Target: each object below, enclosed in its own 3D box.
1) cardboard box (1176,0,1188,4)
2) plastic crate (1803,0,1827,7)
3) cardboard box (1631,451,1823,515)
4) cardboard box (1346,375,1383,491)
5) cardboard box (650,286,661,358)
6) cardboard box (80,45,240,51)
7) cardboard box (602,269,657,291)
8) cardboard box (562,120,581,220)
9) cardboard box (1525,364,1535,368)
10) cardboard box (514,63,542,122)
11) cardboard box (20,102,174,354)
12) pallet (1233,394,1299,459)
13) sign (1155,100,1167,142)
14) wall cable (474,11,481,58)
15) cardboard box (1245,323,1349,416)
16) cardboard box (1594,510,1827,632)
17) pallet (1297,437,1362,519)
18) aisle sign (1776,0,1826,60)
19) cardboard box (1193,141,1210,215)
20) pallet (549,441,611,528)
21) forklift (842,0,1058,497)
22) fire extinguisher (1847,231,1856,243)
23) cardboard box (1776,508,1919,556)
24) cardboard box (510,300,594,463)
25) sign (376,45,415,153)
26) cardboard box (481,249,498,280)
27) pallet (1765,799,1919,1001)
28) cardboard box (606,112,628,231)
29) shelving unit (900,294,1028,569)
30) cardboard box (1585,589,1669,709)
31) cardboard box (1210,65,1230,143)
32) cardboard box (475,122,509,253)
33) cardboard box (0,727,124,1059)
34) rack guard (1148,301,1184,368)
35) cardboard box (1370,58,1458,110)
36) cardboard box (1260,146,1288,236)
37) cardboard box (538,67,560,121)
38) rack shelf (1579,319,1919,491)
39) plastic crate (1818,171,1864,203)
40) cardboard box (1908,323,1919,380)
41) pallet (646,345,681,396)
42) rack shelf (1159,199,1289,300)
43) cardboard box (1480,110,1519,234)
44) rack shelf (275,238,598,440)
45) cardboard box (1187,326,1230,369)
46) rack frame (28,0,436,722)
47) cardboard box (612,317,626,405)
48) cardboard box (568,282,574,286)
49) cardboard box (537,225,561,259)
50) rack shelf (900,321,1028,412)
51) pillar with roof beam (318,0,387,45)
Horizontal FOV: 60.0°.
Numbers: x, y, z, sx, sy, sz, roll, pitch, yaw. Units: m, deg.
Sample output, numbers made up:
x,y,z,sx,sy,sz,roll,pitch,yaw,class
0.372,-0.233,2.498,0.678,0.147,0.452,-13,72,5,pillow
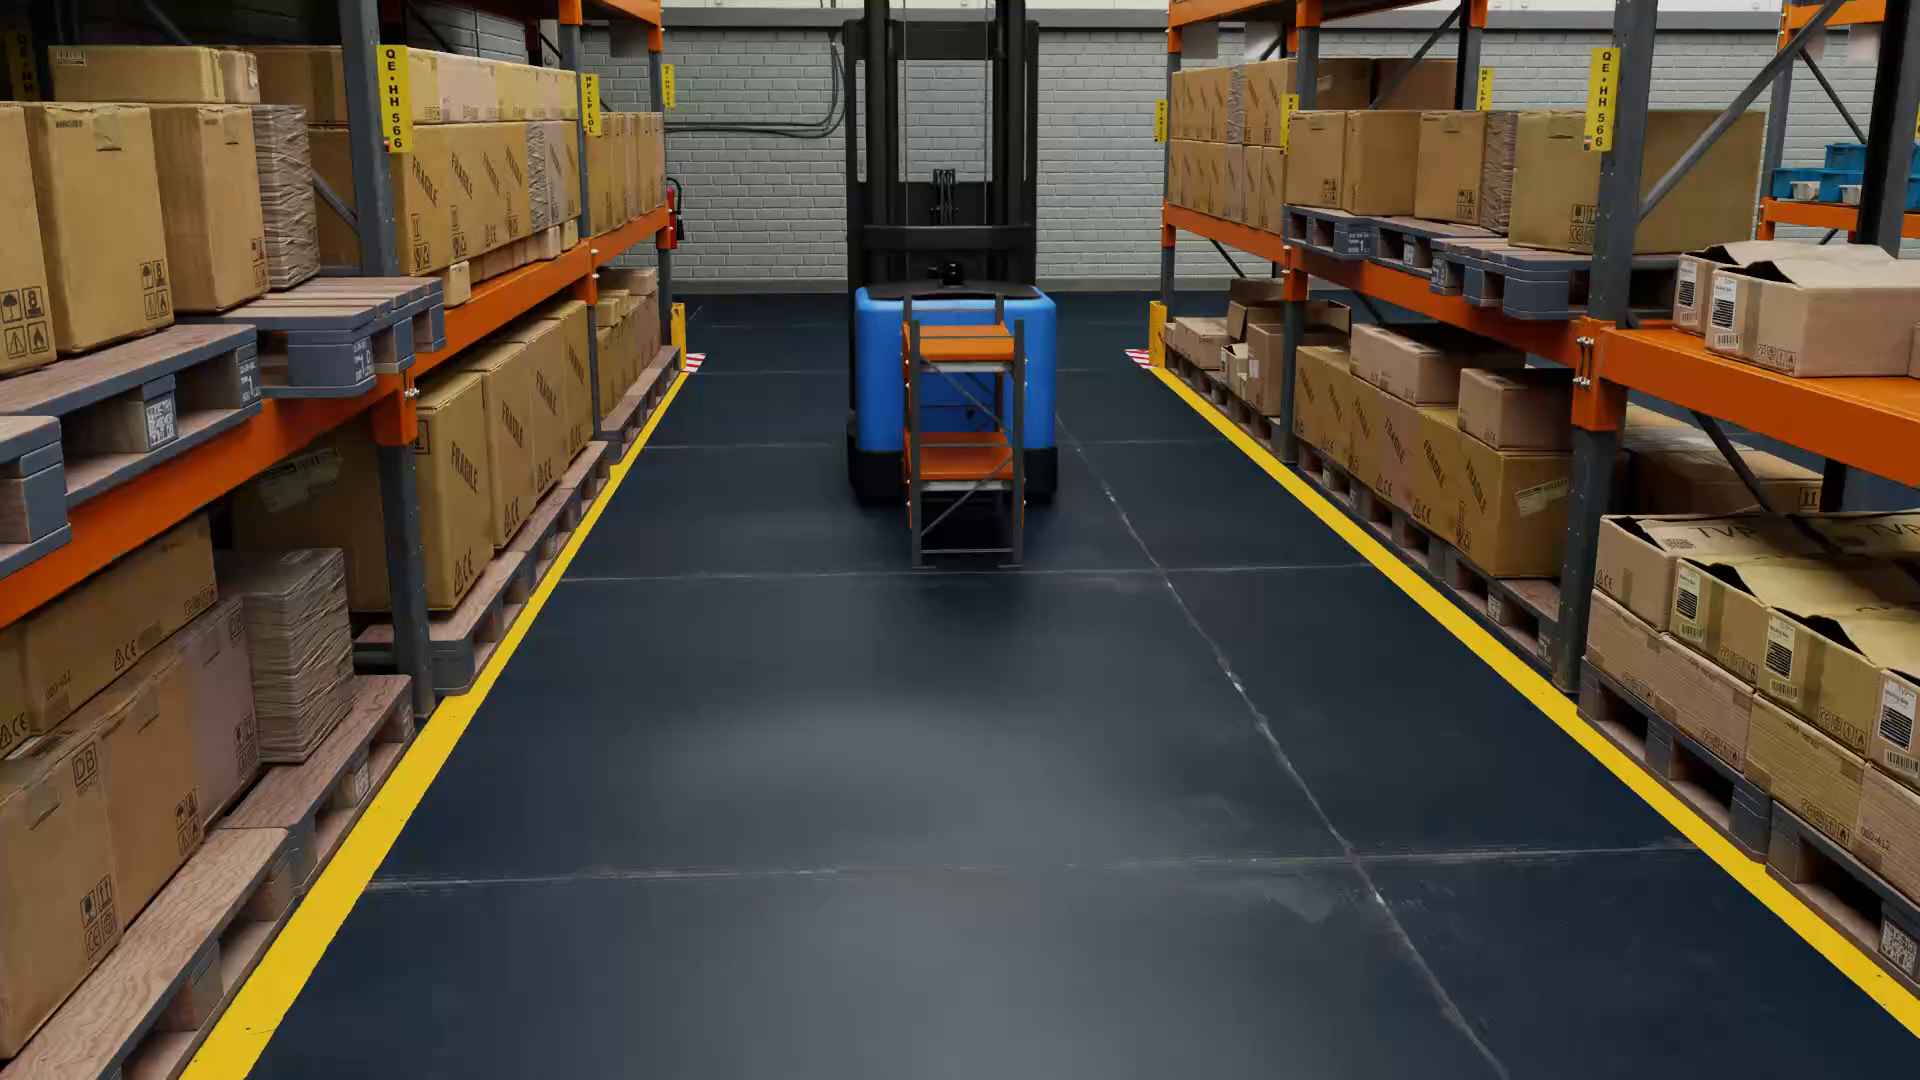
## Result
x,y,z,sx,sy,sz,roll,pitch,yaw,class
1.917,-4.161,12.460,0.500,0.250,0.500,-1,14,-3,cardboard box
6.829,-4.277,12.874,0.497,0.269,0.590,-1,14,-3,plastic crate
2.892,-0.043,6.307,0.500,0.500,0.500,0,14,-1,cardboard box
2.241,-0.539,8.236,0.500,0.500,0.500,-1,14,-3,cardboard box
-2.661,-1.655,12.614,0.700,0.500,0.500,-1,14,-3,cardboard box
-2.596,-1.520,5.570,0.500,0.250,0.500,0,14,-2,cardboard box
-2.472,-1.940,12.420,0.380,0.149,0.250,-1,14,-4,cardboard box
-2.277,-1.932,8.676,0.500,0.500,0.500,-1,14,-4,cardboard box
2.726,-0.679,8.779,0.500,0.500,0.500,-1,14,-3,cardboard box
-2.219,-2.039,7.590,0.500,0.250,0.500,-1,14,-2,cardboard box
-2.171,-0.681,3.569,0.700,0.500,0.500,-1,14,-3,cardboard box
2.346,-0.738,10.471,1.003,0.211,1.213,-1,14,-3,pallet
1.598,-3.323,13.186,0.100,0.325,0.005,-1,14,-3,sign
-3.828,-3.631,14.080,0.084,1.984,1.851,-1,14,-3,wall cable
2.069,-1.058,10.250,0.500,0.500,0.500,-1,14,-3,cardboard box
2.374,0.069,5.290,0.500,0.311,0.500,0,14,-2,cardboard box
2.475,-0.365,9.024,1.003,0.211,1.213,-1,14,-3,pallet
6.782,-4.260,13.348,0.394,0.787,0.004,-1,14,-3,aisle sign
1.969,-2.593,11.886,0.500,0.500,0.500,-1,14,-4,cardboard box
-2.434,-0.299,8.765,1.003,0.211,1.213,-1,14,-3,pallet
-0.125,-1.956,9.745,1.130,2.935,3.031,-1,14,-4,forklift
7.528,-2.815,13.849,0.296,0.674,0.183,-1,14,-3,fire extinguisher
2.913,0.060,5.323,0.500,0.311,0.500,-1,14,-2,cardboard box
-2.387,-0.843,8.754,0.750,0.750,0.750,-1,14,-3,cardboard box
-1.768,-1.379,5.200,0.100,0.325,0.005,-1,14,-3,sign
-2.204,-1.200,7.136,0.380,0.149,0.250,-1,14,-3,cardboard box
2.720,0.936,3.967,1.003,0.211,1.213,-1,14,-3,pallet
-2.614,-2.302,10.353,0.980,0.700,0.700,-1,14,-5,cardboard box
0.000,-0.546,7.893,0.538,1.125,1.048,-1,14,-3,shelving unit
2.374,0.340,5.360,0.500,0.250,0.500,-1,14,-4,cardboard box
2.002,-2.950,11.265,0.500,0.500,0.500,-1,14,-4,cardboard box
-2.137,-1.426,6.712,0.500,0.500,0.500,-1,14,-4,cardboard box
-2.197,0.709,3.386,0.700,0.500,0.500,-1,14,-3,cardboard box
2.144,-1.683,13.564,1.175,0.500,0.348,-1,14,-3,rack guard
2.639,-2.572,9.795,0.500,0.500,0.500,-1,14,-2,cardboard box
2.100,-2.087,9.915,0.500,0.500,0.500,-1,14,-3,cardboard box
-2.251,-2.166,8.083,0.500,0.250,0.500,-1,14,-2,cardboard box
2.759,-0.077,3.750,1.077,0.370,4.000,-1,14,-3,rack shelf
6.811,-2.706,12.739,0.416,0.233,0.300,-1,14,-3,plastic crate
2.770,-0.485,4.396,0.380,0.149,0.250,0,14,1,cardboard box
-2.677,-1.287,12.605,1.003,0.211,1.213,-1,14,-3,pallet
2.263,-2.067,11.483,1.077,0.370,4.000,-1,14,-3,rack shelf
2.617,-1.560,7.026,0.700,0.500,0.500,2,15,7,cardboard box
-2.433,-0.995,7.316,1.077,0.370,4.000,-1,14,-3,rack shelf
1.952,-1.406,12.105,0.500,0.250,0.500,-1,14,-3,cardboard box
-2.309,-0.846,5.293,1.000,3.000,0.127,-1,14,-3,rack frame
-2.529,-1.146,10.633,0.700,0.500,0.500,-1,14,-4,cardboard box
-2.788,-1.682,11.417,0.380,0.149,0.250,-1,14,-3,cardboard box
-2.168,-1.456,8.131,0.380,0.149,0.250,-1,14,-3,cardboard box
0.000,-0.830,7.820,0.538,0.278,1.000,-1,14,-3,rack shelf
0.833,-4.973,9.295,9.100,9.000,0.400,-1,14,-3,pillar with roof beam
